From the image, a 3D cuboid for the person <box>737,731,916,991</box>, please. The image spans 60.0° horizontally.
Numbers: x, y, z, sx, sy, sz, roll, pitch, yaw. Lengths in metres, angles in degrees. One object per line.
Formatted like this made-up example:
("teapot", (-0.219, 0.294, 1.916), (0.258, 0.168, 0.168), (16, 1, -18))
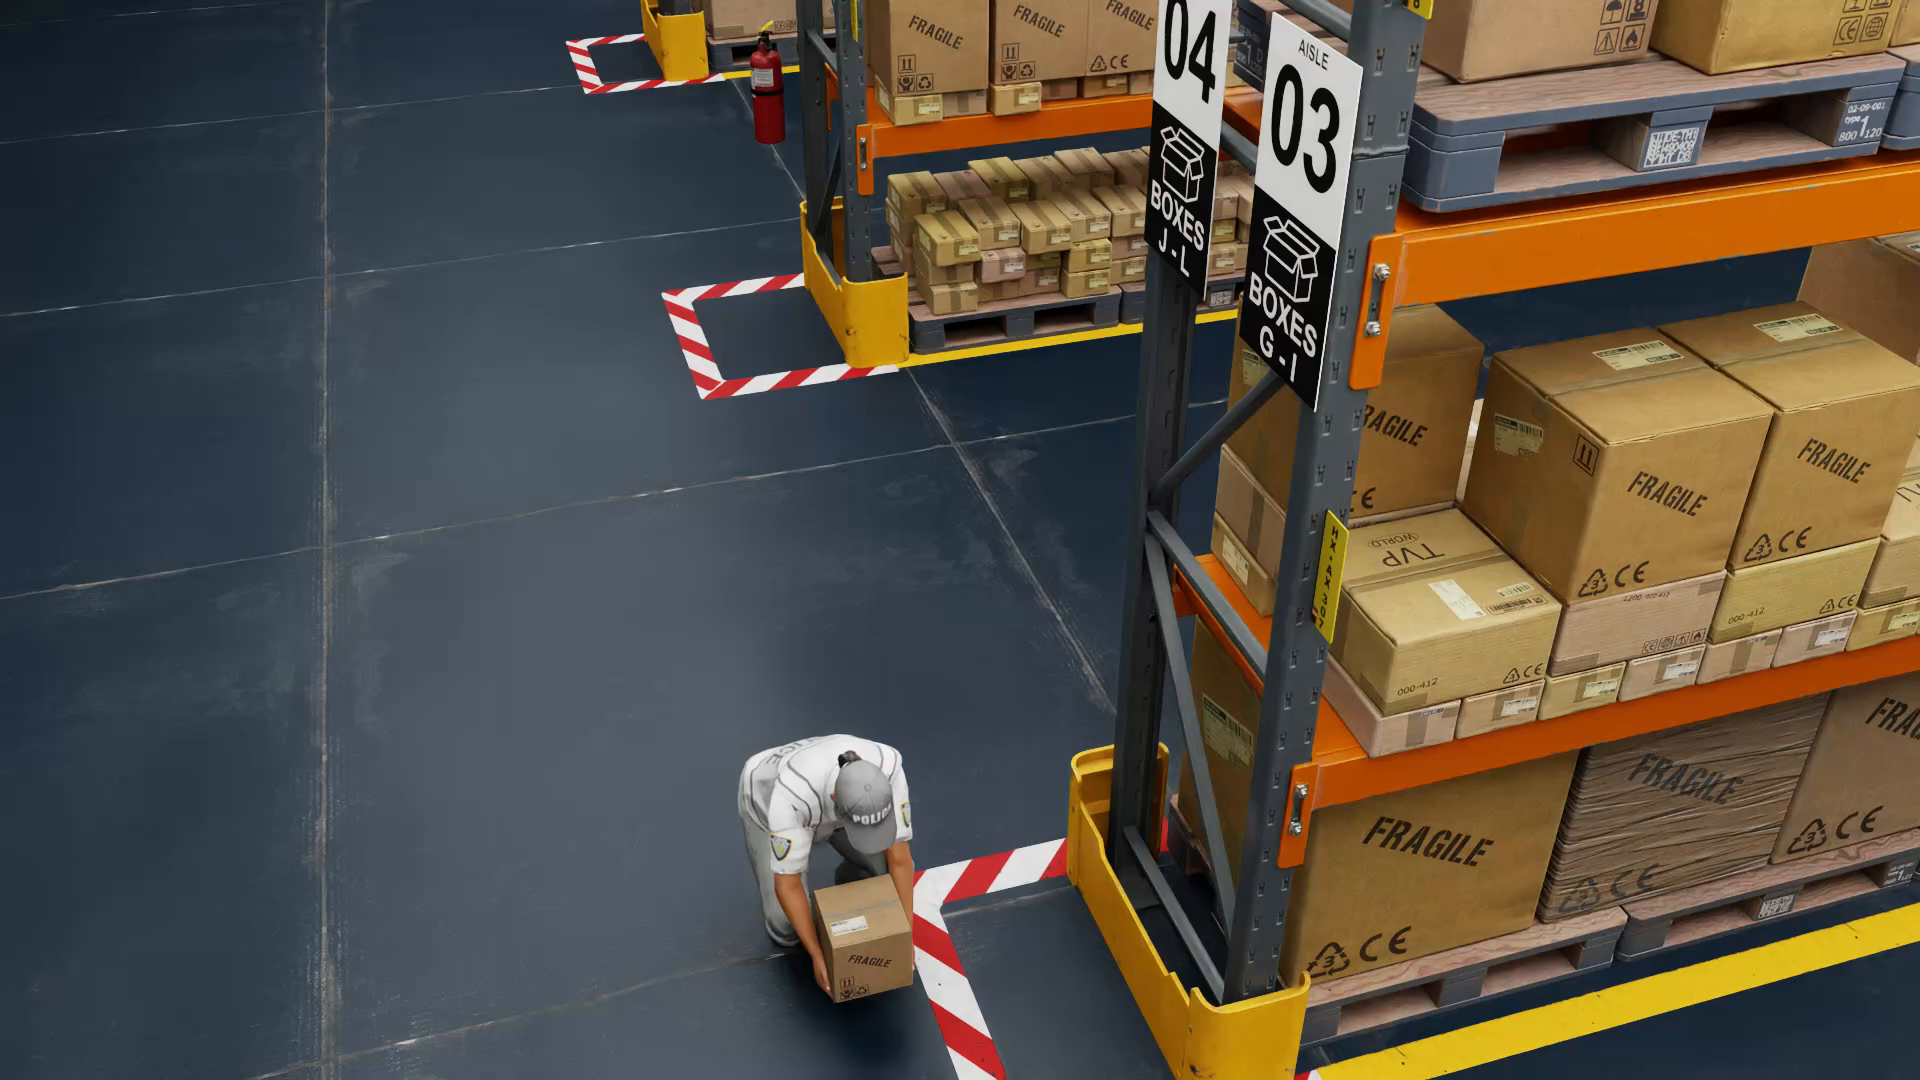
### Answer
("person", (-0.428, 0.951, 5.389), (0.504, 0.951, 0.872), (-12, 36, -17))
